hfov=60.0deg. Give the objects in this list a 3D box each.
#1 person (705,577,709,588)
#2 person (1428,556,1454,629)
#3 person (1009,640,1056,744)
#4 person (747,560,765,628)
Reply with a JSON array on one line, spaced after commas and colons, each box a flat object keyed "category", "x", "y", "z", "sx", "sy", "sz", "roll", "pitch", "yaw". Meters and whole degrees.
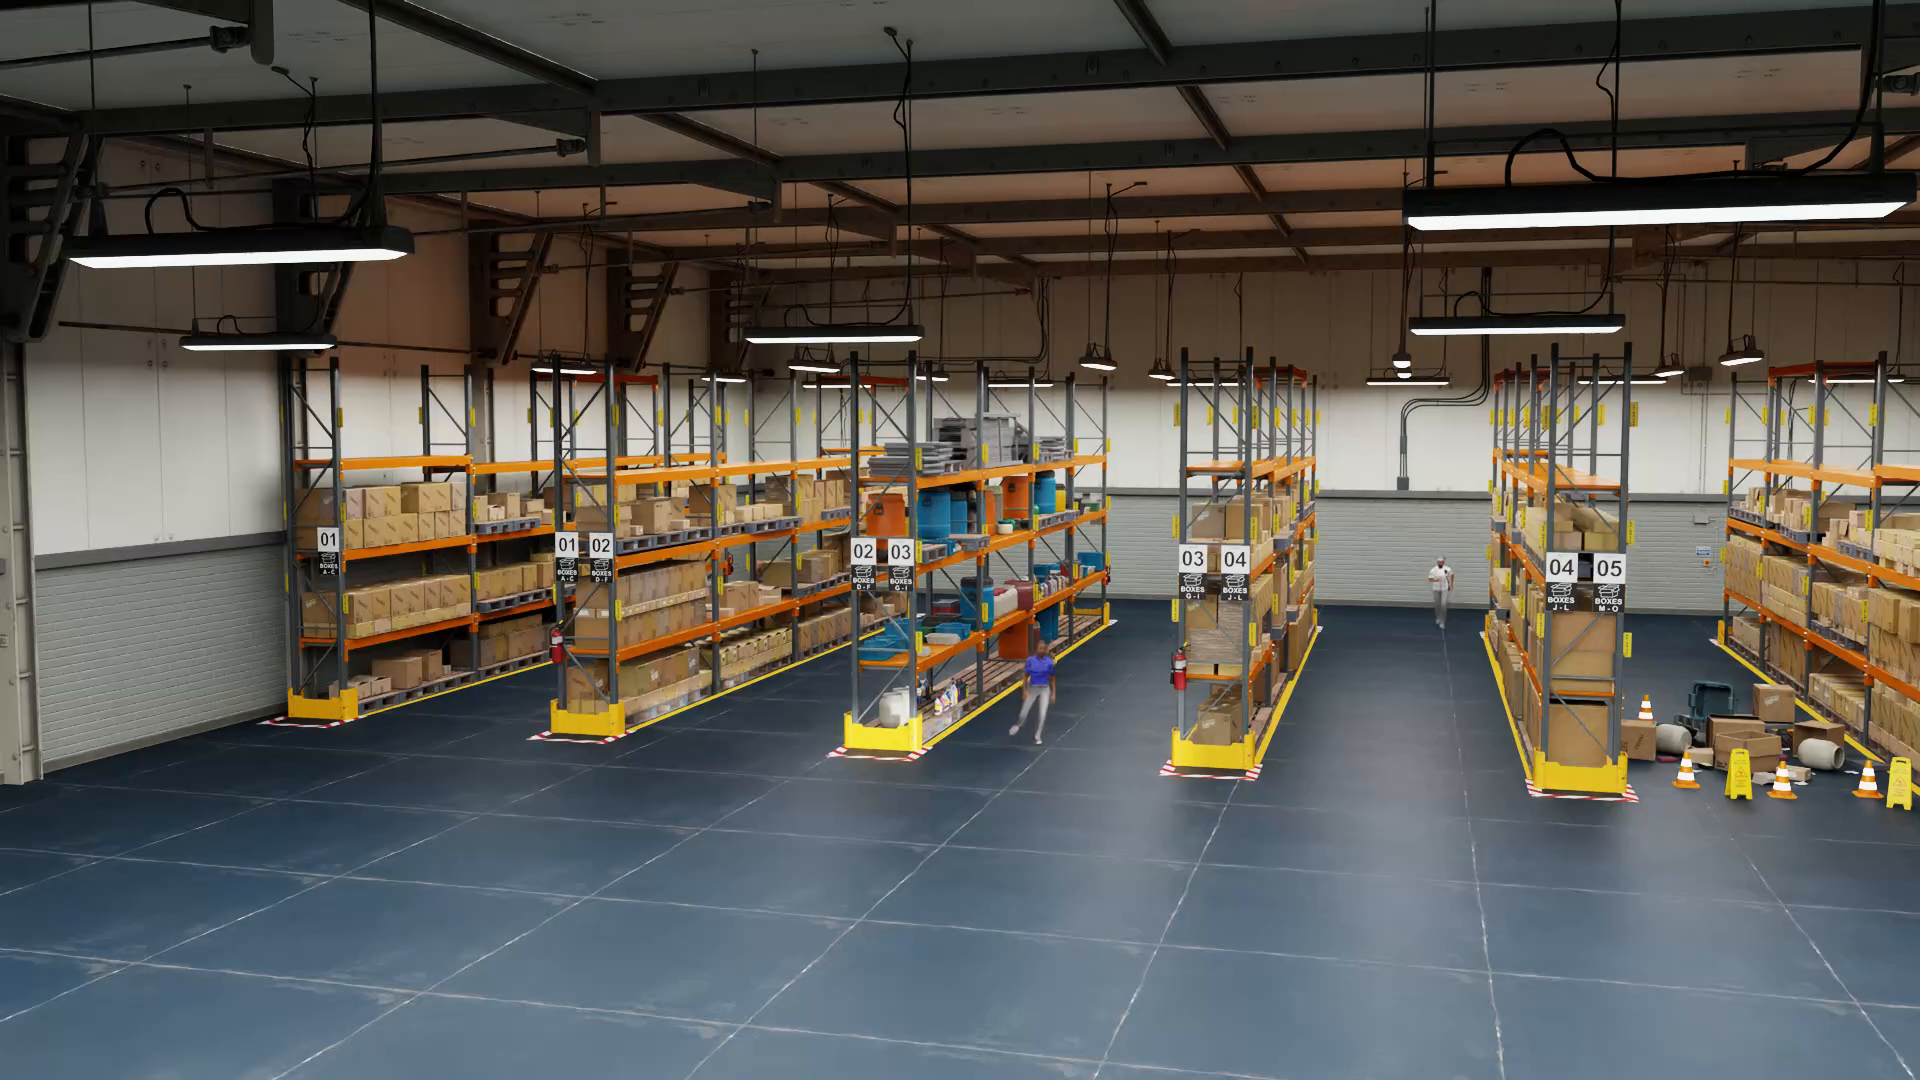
[{"category": "person", "x": -6.038, "y": 1.374, "z": 37.670, "sx": 0.755, "sy": 1.735, "sz": 0.553, "roll": 0, "pitch": 4, "yaw": -3}, {"category": "person", "x": 11.481, "y": 1.220, "z": 39.721, "sx": 0.579, "sy": 1.714, "sz": 0.888, "roll": 1, "pitch": 4, "yaw": 18}, {"category": "person", "x": 1.112, "y": 2.316, "z": 25.588, "sx": 0.727, "sy": 1.592, "sz": 0.523, "roll": 0, "pitch": 4, "yaw": 2}, {"category": "person", "x": -4.594, "y": 1.350, "z": 38.129, "sx": 0.607, "sy": 1.775, "sz": 0.833, "roll": 2, "pitch": 4, "yaw": 21}]
